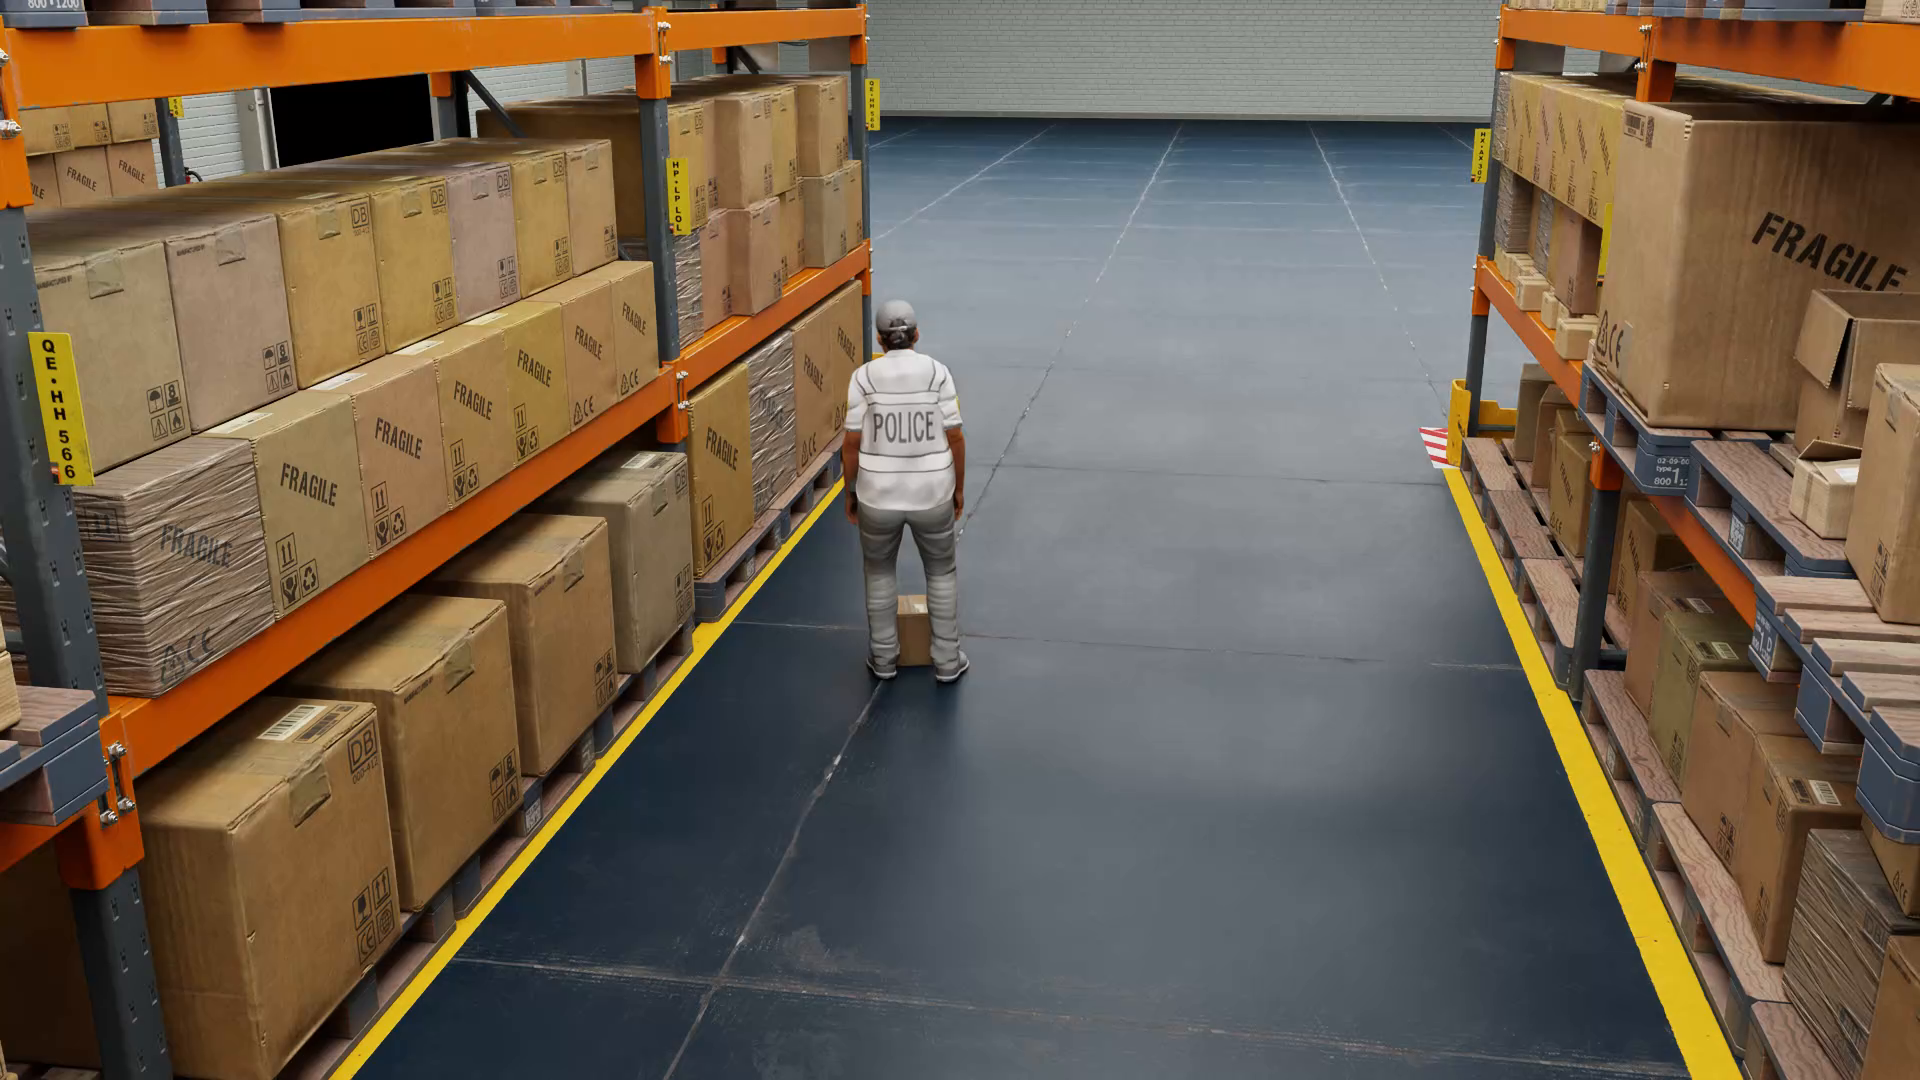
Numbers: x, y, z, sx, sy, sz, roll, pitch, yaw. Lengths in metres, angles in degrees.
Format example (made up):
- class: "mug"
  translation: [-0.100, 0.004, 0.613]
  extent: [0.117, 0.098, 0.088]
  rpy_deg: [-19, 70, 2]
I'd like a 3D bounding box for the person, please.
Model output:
- class: "person"
  translation: [-0.228, -0.194, 7.143]
  extent: [0.549, 1.664, 0.469]
  rpy_deg: [-1, 18, -4]
